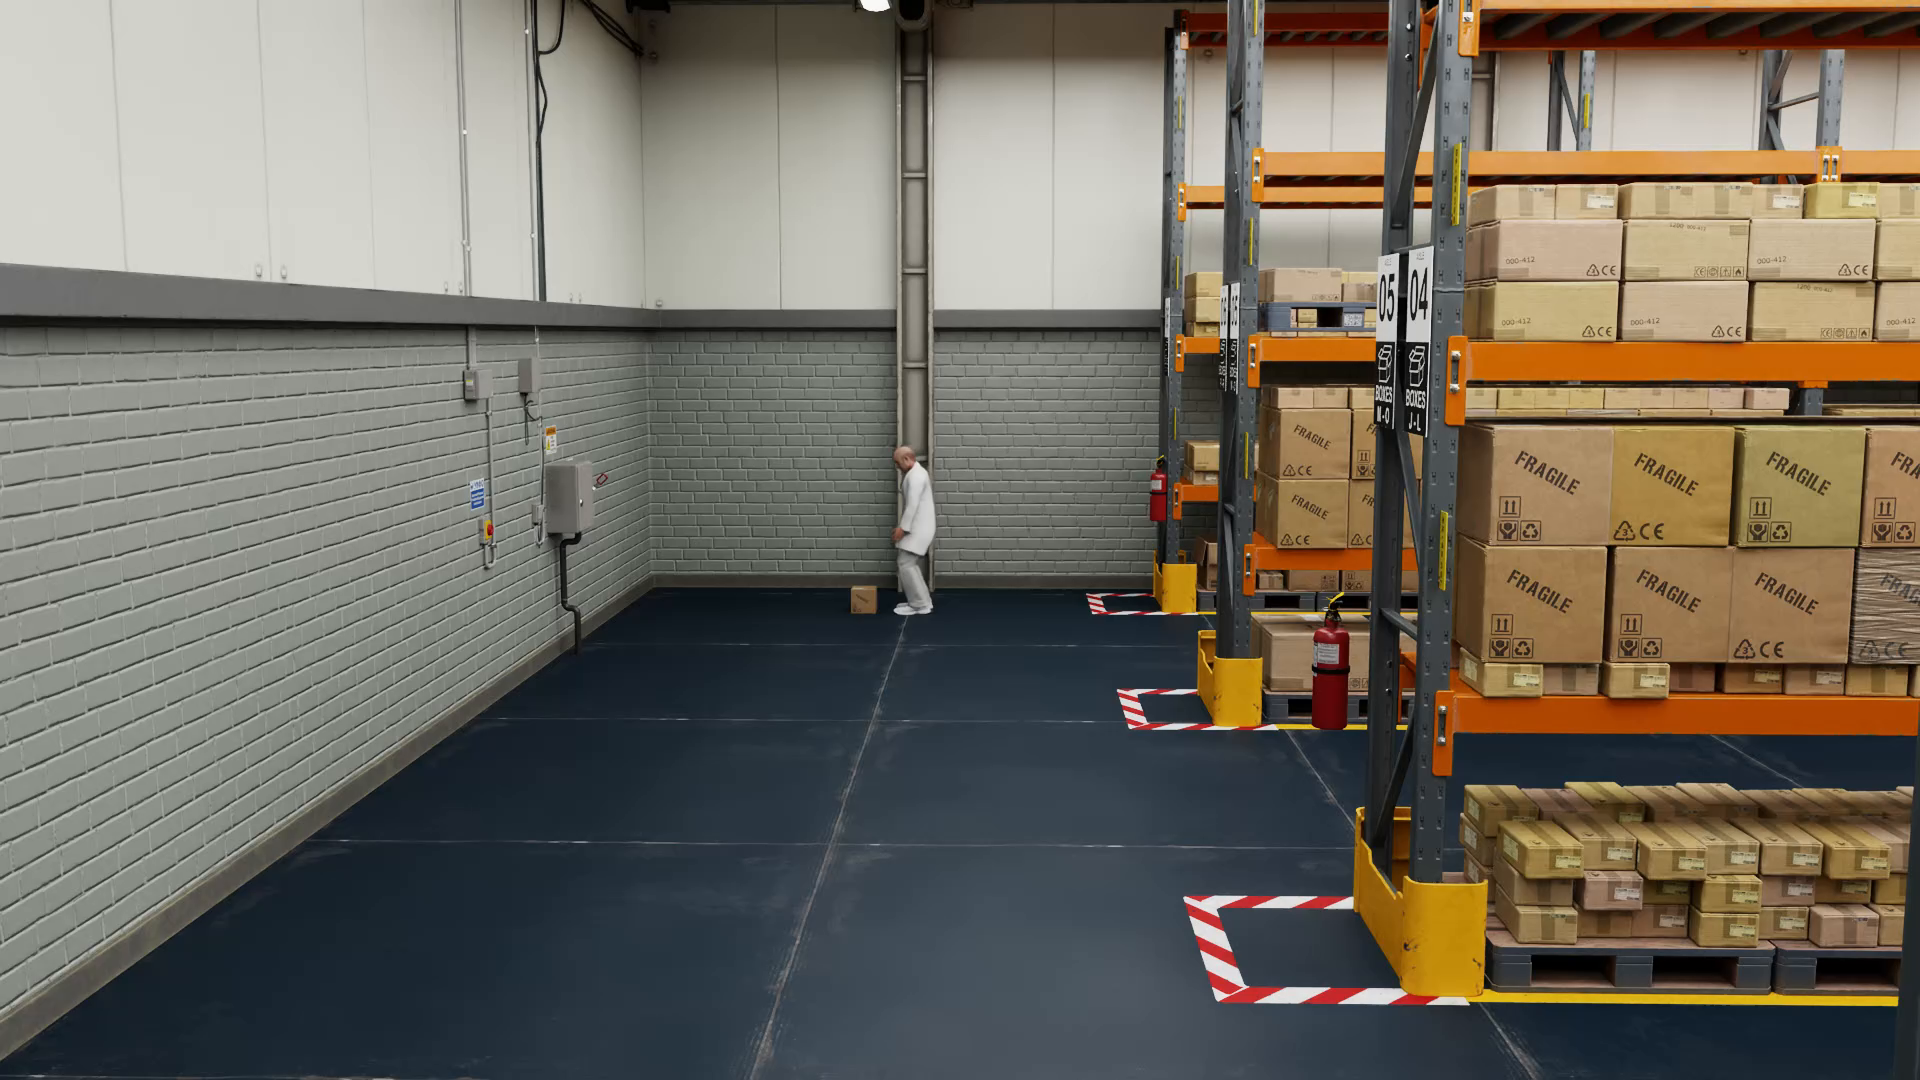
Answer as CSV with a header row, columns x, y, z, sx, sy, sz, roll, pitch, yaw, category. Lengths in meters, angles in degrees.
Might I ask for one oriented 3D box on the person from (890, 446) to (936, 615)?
x,y,z,sx,sy,sz,roll,pitch,yaw,category
-0.475,-0.103,16.958,0.435,1.715,0.595,0,7,3,person
